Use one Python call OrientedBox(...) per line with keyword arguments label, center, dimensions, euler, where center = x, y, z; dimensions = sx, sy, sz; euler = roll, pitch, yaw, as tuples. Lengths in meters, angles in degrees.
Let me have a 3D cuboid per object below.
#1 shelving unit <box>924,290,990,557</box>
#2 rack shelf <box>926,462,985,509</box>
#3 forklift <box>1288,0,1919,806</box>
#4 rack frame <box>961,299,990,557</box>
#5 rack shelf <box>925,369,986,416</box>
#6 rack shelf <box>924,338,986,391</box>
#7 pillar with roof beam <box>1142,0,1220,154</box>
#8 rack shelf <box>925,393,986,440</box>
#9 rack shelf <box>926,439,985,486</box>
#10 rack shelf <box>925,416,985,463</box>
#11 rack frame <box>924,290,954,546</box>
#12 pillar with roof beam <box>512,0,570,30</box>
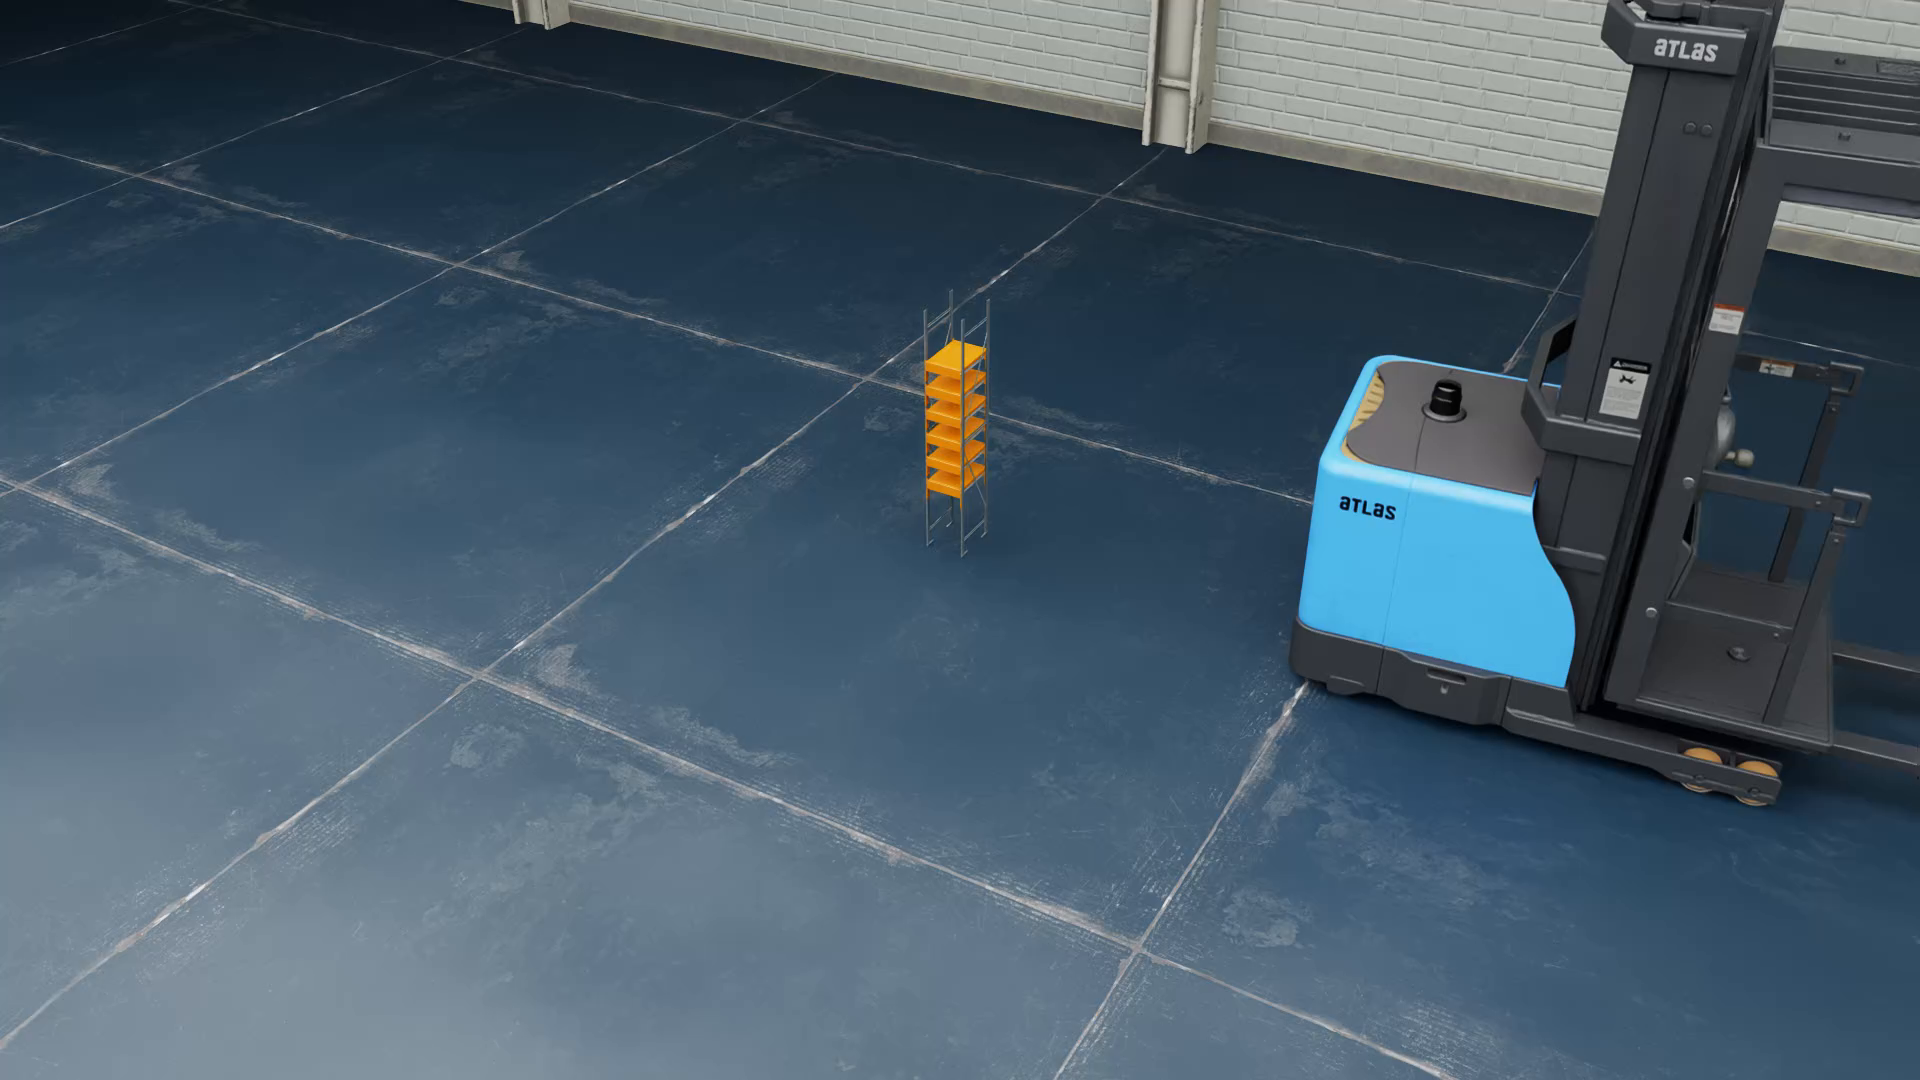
OrientedBox(label="shelving unit", center=(-0.013, -0.503, 7.423), dimensions=(0.189, 1.200, 0.258), euler=(18, 37, 24))
OrientedBox(label="rack shelf", center=(-0.013, -0.267, 7.581), dimensions=(0.180, 0.103, 0.258), euler=(18, 37, 24))
OrientedBox(label="forklift", center=(2.920, -0.558, 5.943), dimensions=(3.031, 2.935, 1.130), euler=(13, 36, 19))
OrientedBox(label="rack frame", center=(0.067, -0.478, 7.386), dimensions=(0.006, 1.200, 0.240), euler=(18, 37, 24))
OrientedBox(label="rack shelf", center=(-0.013, -0.666, 7.315), dimensions=(0.180, 0.103, 0.258), euler=(18, 37, 24))
OrientedBox(label="rack shelf", center=(-0.013, -0.766, 7.249), dimensions=(0.180, 0.103, 0.258), euler=(18, 37, 24))
OrientedBox(label="pillar with roof beam", center=(-0.572, -4.564, 6.485), dimensions=(0.400, 9.000, 9.100), euler=(18, 37, 24))
OrientedBox(label="rack shelf", center=(-0.013, -0.566, 7.382), dimensions=(0.180, 0.103, 0.258), euler=(18, 37, 24))
OrientedBox(label="rack shelf", center=(-0.013, -0.367, 7.515), dimensions=(0.180, 0.103, 0.258), euler=(18, 37, 24))
OrientedBox(label="rack shelf", center=(-0.013, -0.466, 7.448), dimensions=(0.180, 0.103, 0.258), euler=(18, 37, 24))
OrientedBox(label="rack frame", center=(-0.092, -0.529, 7.461), dimensions=(0.006, 1.200, 0.240), euler=(18, 37, 24))
OrientedBox(label="pillar with roof beam", center=(-5.782, -6.214, 8.963), dimensions=(0.400, 9.000, 9.100), euler=(18, 37, 24))
